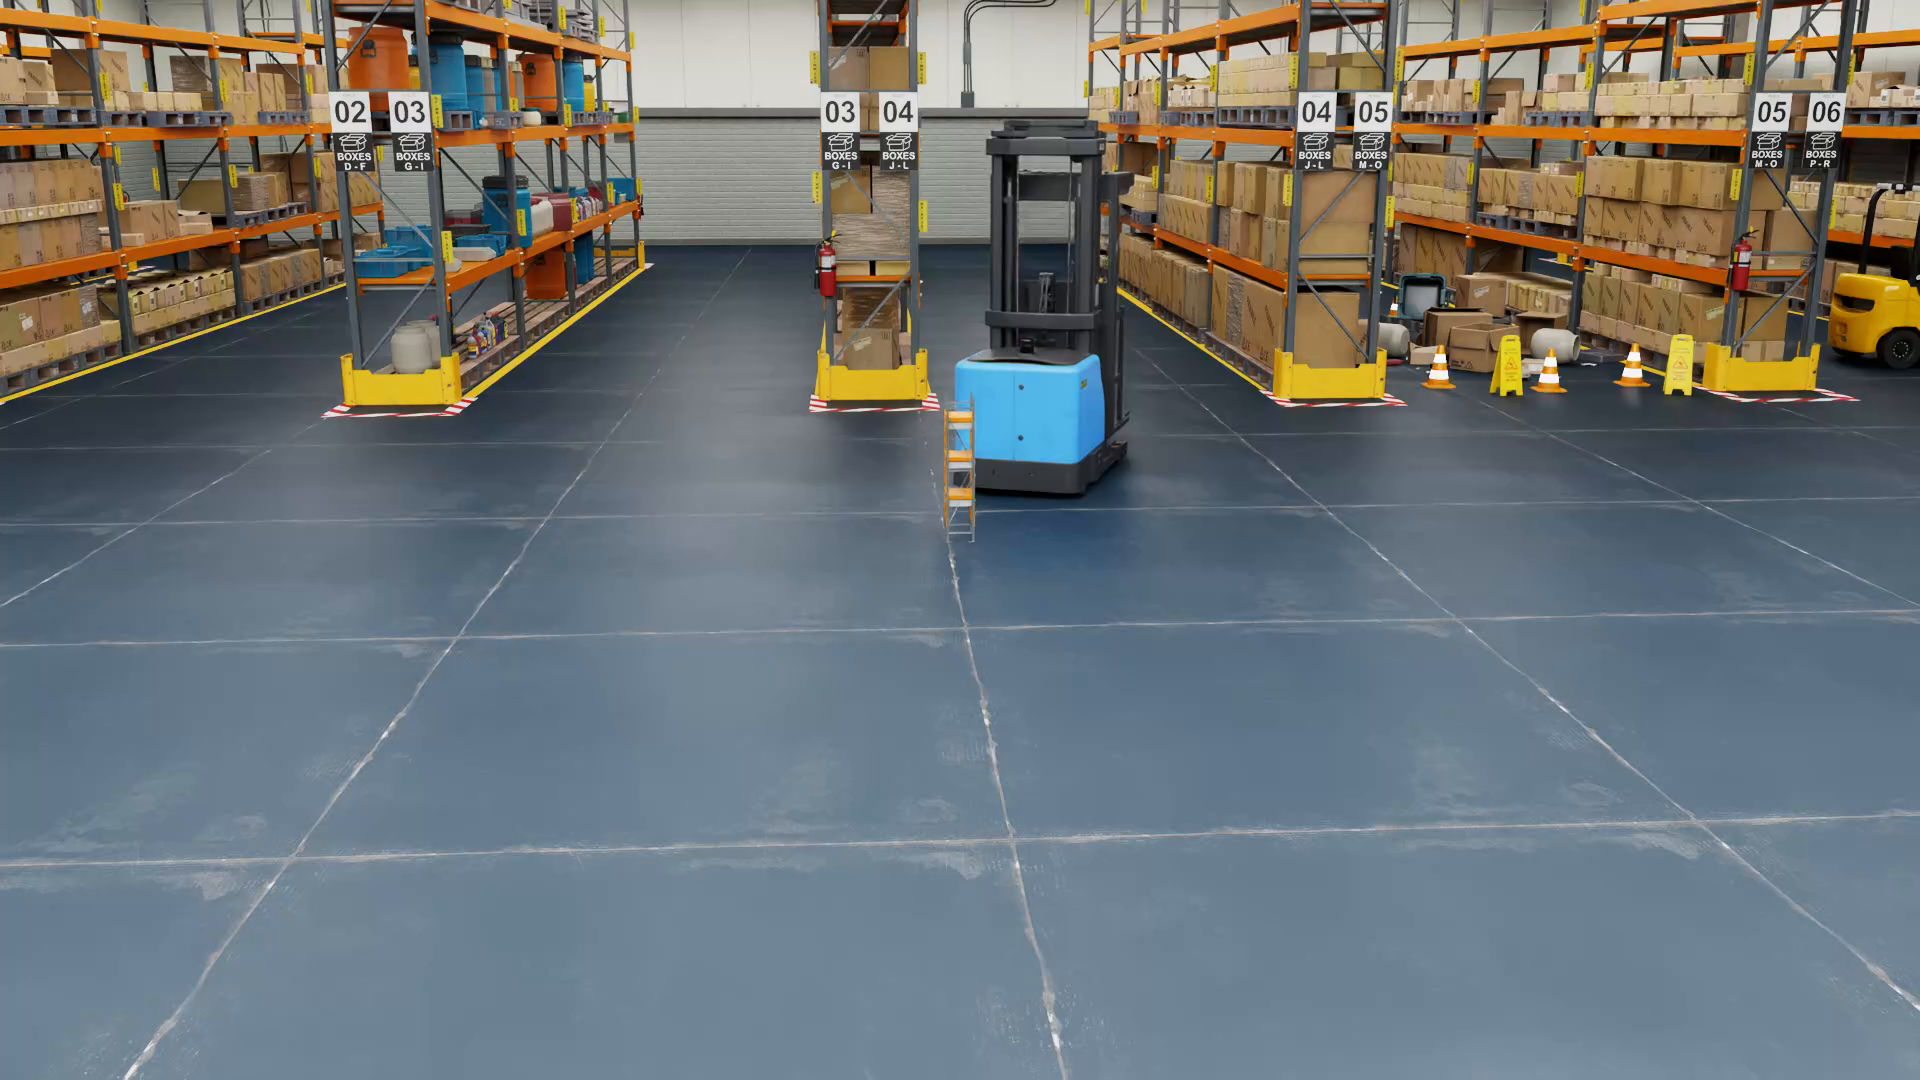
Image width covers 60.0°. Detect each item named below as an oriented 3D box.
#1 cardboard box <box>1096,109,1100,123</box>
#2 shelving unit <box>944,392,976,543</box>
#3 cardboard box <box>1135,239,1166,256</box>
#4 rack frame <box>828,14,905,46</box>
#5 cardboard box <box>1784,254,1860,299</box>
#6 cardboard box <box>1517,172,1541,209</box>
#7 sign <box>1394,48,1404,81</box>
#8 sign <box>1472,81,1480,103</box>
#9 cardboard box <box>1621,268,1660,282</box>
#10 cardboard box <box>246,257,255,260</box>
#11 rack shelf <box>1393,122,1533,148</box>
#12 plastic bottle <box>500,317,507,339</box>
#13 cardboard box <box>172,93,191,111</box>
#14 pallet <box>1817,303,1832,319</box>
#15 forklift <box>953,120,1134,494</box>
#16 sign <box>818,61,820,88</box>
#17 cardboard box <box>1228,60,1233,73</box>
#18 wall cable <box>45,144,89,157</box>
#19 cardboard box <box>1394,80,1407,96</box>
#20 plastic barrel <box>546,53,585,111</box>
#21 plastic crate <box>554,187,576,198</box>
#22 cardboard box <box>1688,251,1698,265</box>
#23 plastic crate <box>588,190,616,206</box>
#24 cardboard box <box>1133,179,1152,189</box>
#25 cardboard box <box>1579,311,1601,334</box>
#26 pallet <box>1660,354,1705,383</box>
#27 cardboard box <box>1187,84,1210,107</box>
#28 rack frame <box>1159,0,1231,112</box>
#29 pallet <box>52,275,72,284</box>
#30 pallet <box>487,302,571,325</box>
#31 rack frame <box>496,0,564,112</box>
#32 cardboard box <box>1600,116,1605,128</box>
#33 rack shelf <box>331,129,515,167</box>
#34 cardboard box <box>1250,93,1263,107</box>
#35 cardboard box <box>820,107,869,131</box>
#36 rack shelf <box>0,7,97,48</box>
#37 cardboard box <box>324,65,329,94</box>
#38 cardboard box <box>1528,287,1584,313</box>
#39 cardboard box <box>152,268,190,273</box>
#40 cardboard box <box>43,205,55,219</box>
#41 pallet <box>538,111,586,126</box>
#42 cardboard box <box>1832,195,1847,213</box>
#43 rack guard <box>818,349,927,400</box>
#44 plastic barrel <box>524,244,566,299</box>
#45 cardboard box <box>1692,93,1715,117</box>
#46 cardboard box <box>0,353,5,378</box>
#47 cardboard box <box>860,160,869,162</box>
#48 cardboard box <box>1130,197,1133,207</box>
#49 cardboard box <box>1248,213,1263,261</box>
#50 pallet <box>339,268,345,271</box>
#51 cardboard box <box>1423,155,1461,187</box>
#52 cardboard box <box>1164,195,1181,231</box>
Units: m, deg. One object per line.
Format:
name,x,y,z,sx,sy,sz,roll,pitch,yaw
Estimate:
cardboard box,2.872,-8.019,31.455,0.500,0.250,0.500,-1,14,-5
shelving unit,-0.003,-0.522,11.947,0.215,1.050,0.252,-1,14,-3
cardboard box,3.160,-4.798,27.323,0.500,0.250,0.500,-1,14,-2
rack frame,-1.187,-6.883,20.719,1.000,3.000,0.127,-1,14,-3
cardboard box,13.435,-4.101,25.869,0.875,0.625,0.625,0,14,-2
cardboard box,8.355,-5.020,23.877,0.500,0.500,0.500,-1,14,-6
sign,4.572,-4.956,17.335,0.100,0.325,0.005,-1,14,-3
sign,7.902,-6.860,25.454,0.100,0.325,0.005,-1,14,-3
cardboard box,8.472,-3.302,20.709,0.380,0.149,0.250,0,14,0
cardboard box,-11.685,-4.311,26.896,0.500,0.500,0.500,-1,14,-6
rack shelf,8.332,-6.727,27.576,1.077,0.370,4.000,-1,14,-3
plastic bottle,-5.771,-2.684,21.008,0.061,0.283,0.133,0,14,-1
cardboard box,-11.187,-6.162,23.394,0.500,0.250,0.500,0,14,-2
pallet,13.495,-3.345,24.602,1.003,0.211,1.213,-1,14,-3
forklift,0.862,-2.109,14.340,1.130,2.935,3.031,4,15,16
sign,-1.741,-5.862,20.942,0.100,0.325,0.005,-1,14,-3
cardboard box,3.486,-5.776,20.296,0.380,0.149,0.250,-1,14,-4
wall cable,-17.785,-7.529,33.228,0.084,1.984,1.851,-1,14,-3
cardboard box,8.093,-8.210,30.644,0.797,0.503,0.637,0,14,1
plastic barrel,-6.368,-7.368,26.773,0.600,0.901,0.708,-1,14,-3
plastic crate,-6.995,-6.023,29.327,0.392,0.384,0.575,-1,14,-3
cardboard box,8.594,-3.229,19.062,0.380,0.149,0.250,-1,14,-4
plastic crate,-6.537,-6.245,30.396,0.437,0.282,0.530,-1,14,-3
cardboard box,2.984,-5.703,26.638,0.380,0.149,0.250,0,14,-2
cardboard box,8.471,-2.852,21.765,0.500,0.250,0.500,-2,15,-6
pallet,8.932,-2.007,19.403,1.003,0.211,1.213,-1,14,-3
cardboard box,3.442,-6.123,22.920,0.500,0.311,0.500,-1,14,-5
rack frame,3.522,-7.929,24.785,1.000,3.000,0.127,-1,14,-3
pallet,-16.483,-4.578,29.395,1.003,0.211,1.213,-1,14,-3
pallet,-6.369,-3.352,24.632,1.003,0.211,1.213,-1,14,-3
rack frame,-6.378,-7.801,24.288,1.000,3.000,0.127,-1,14,-3
cardboard box,8.476,-5.380,21.399,0.380,0.149,0.250,-1,14,-4
rack shelf,-6.006,-4.508,18.952,1.077,0.370,4.000,-1,14,-3
cardboard box,3.565,-5.074,19.168,0.380,0.149,0.250,-1,14,-3
cardboard box,-1.222,-4.479,17.696,0.500,0.250,0.500,-1,14,-2
rack shelf,-10.950,-5.692,18.334,1.077,0.370,4.000,-1,14,-3
cardboard box,-11.565,-8.172,29.540,0.700,0.500,0.500,-1,14,-3
cardboard box,8.621,-3.371,23.538,0.950,0.372,0.625,0,14,0
cardboard box,-11.583,-3.829,24.439,0.500,0.311,0.500,0,14,-2
cardboard box,-10.767,-3.808,19.305,0.380,0.149,0.250,0,14,-2
pallet,-6.328,-6.449,25.431,1.003,0.211,1.213,-1,14,-3
cardboard box,13.238,-5.003,24.751,0.500,0.250,0.500,-1,14,-5
rack guard,-0.944,-1.791,17.985,1.175,0.500,0.348,-1,14,-3
plastic barrel,-6.425,-4.170,25.726,0.600,0.830,0.708,-1,14,-3
cardboard box,8.635,-4.908,18.768,0.500,0.250,0.500,-1,14,-4
cardboard box,-10.638,-1.839,17.831,0.500,0.250,0.500,-1,14,-3
cardboard box,-1.308,-4.166,19.393,0.500,0.500,0.500,-1,14,-3
cardboard box,2.973,-5.476,26.951,0.380,0.149,0.250,-2,15,-6
cardboard box,3.910,-3.607,19.726,0.875,0.550,0.500,-1,14,-3
pallet,-11.690,-4.940,30.802,1.003,0.211,1.213,-1,14,-3
cardboard box,8.075,-6.160,27.740,0.500,0.500,0.500,-1,14,-4
cardboard box,3.315,-4.830,24.579,0.500,0.500,0.500,-1,14,-4
